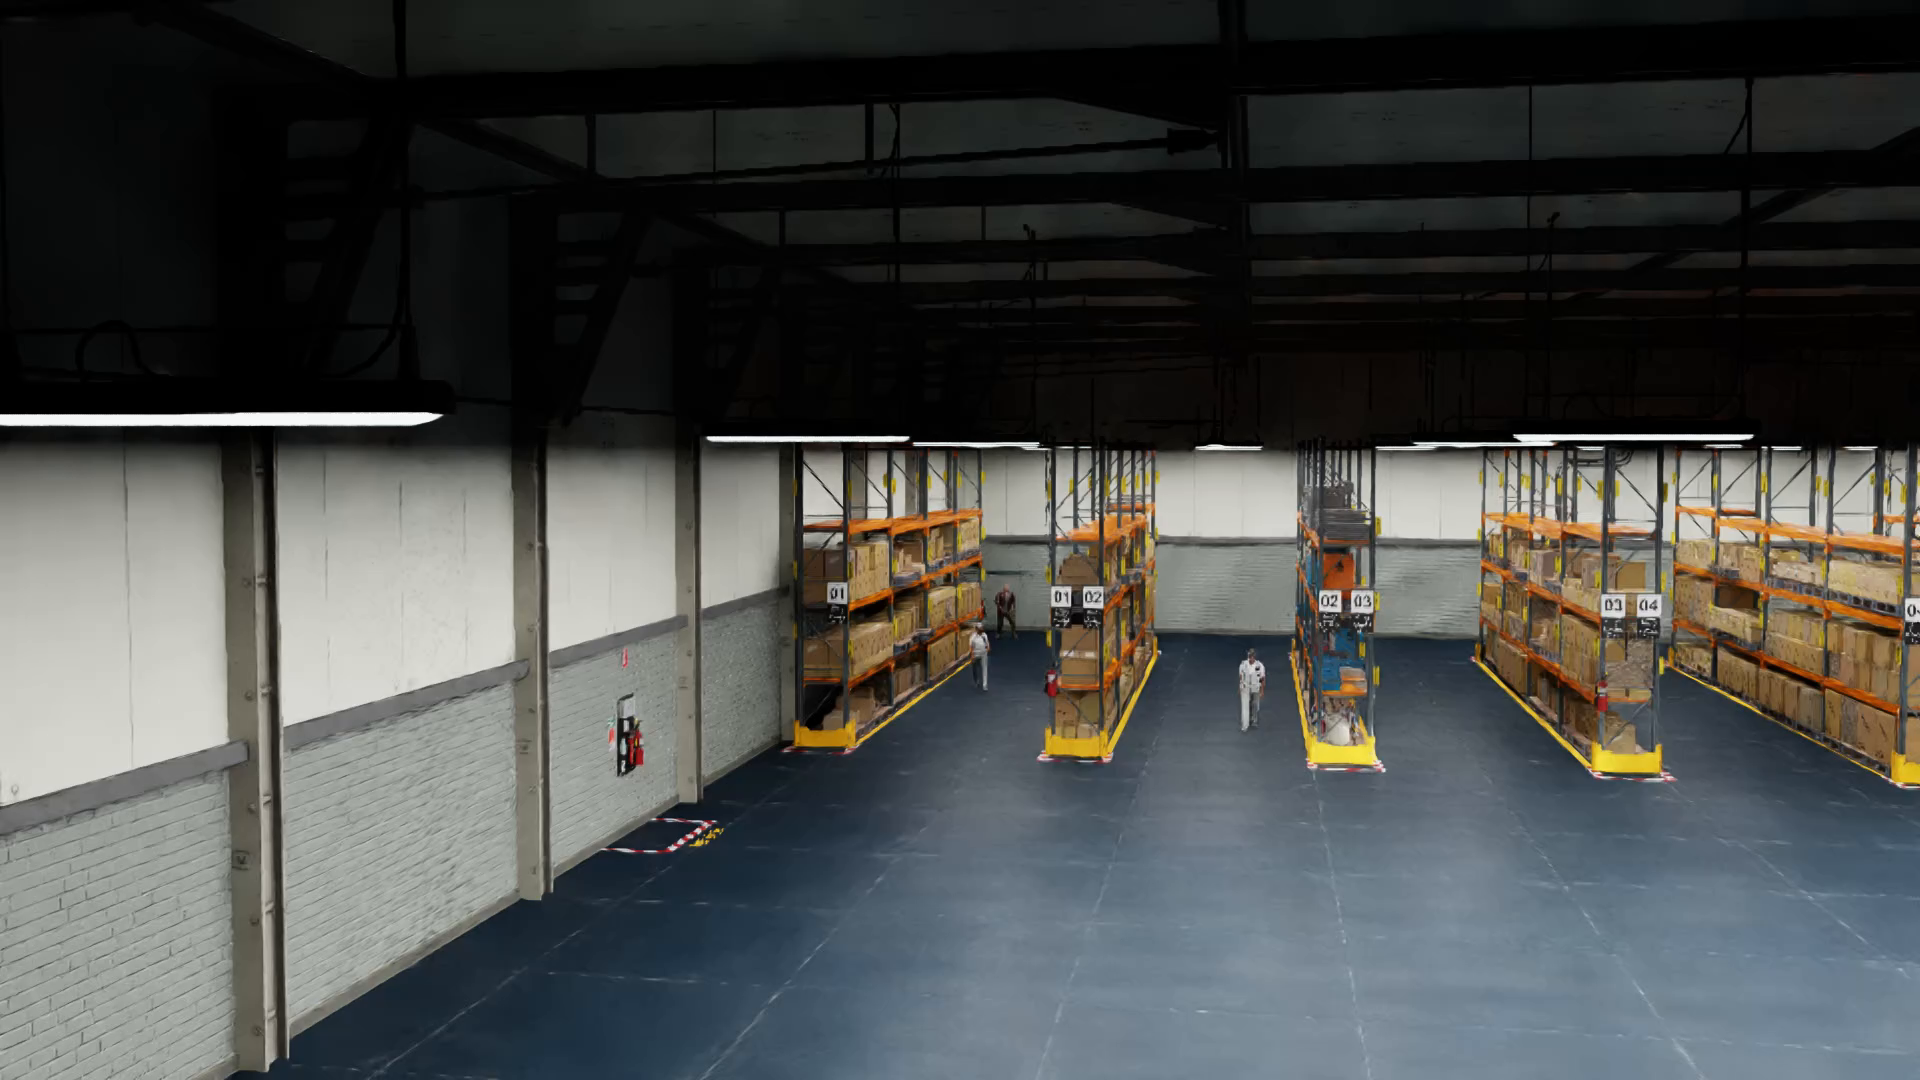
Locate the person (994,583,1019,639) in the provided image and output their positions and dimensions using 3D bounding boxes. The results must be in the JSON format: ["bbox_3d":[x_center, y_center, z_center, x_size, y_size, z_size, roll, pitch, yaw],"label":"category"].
[{"bbox_3d":[1.405,2.162,50.980,0.735,1.715,0.896,0,3,-6],"label":"person"}]

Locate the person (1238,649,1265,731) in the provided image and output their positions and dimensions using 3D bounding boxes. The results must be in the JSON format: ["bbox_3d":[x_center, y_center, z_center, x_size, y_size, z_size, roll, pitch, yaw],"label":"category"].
[{"bbox_3d":[6.010,3.055,34.229,0.540,1.676,1.130,0,3,8],"label":"person"}]

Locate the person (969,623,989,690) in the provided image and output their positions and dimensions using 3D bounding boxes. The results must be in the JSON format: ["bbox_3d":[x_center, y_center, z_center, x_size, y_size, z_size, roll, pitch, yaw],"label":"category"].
[{"bbox_3d":[0.464,2.787,40.154,0.491,1.598,1.000,0,3,2],"label":"person"}]
